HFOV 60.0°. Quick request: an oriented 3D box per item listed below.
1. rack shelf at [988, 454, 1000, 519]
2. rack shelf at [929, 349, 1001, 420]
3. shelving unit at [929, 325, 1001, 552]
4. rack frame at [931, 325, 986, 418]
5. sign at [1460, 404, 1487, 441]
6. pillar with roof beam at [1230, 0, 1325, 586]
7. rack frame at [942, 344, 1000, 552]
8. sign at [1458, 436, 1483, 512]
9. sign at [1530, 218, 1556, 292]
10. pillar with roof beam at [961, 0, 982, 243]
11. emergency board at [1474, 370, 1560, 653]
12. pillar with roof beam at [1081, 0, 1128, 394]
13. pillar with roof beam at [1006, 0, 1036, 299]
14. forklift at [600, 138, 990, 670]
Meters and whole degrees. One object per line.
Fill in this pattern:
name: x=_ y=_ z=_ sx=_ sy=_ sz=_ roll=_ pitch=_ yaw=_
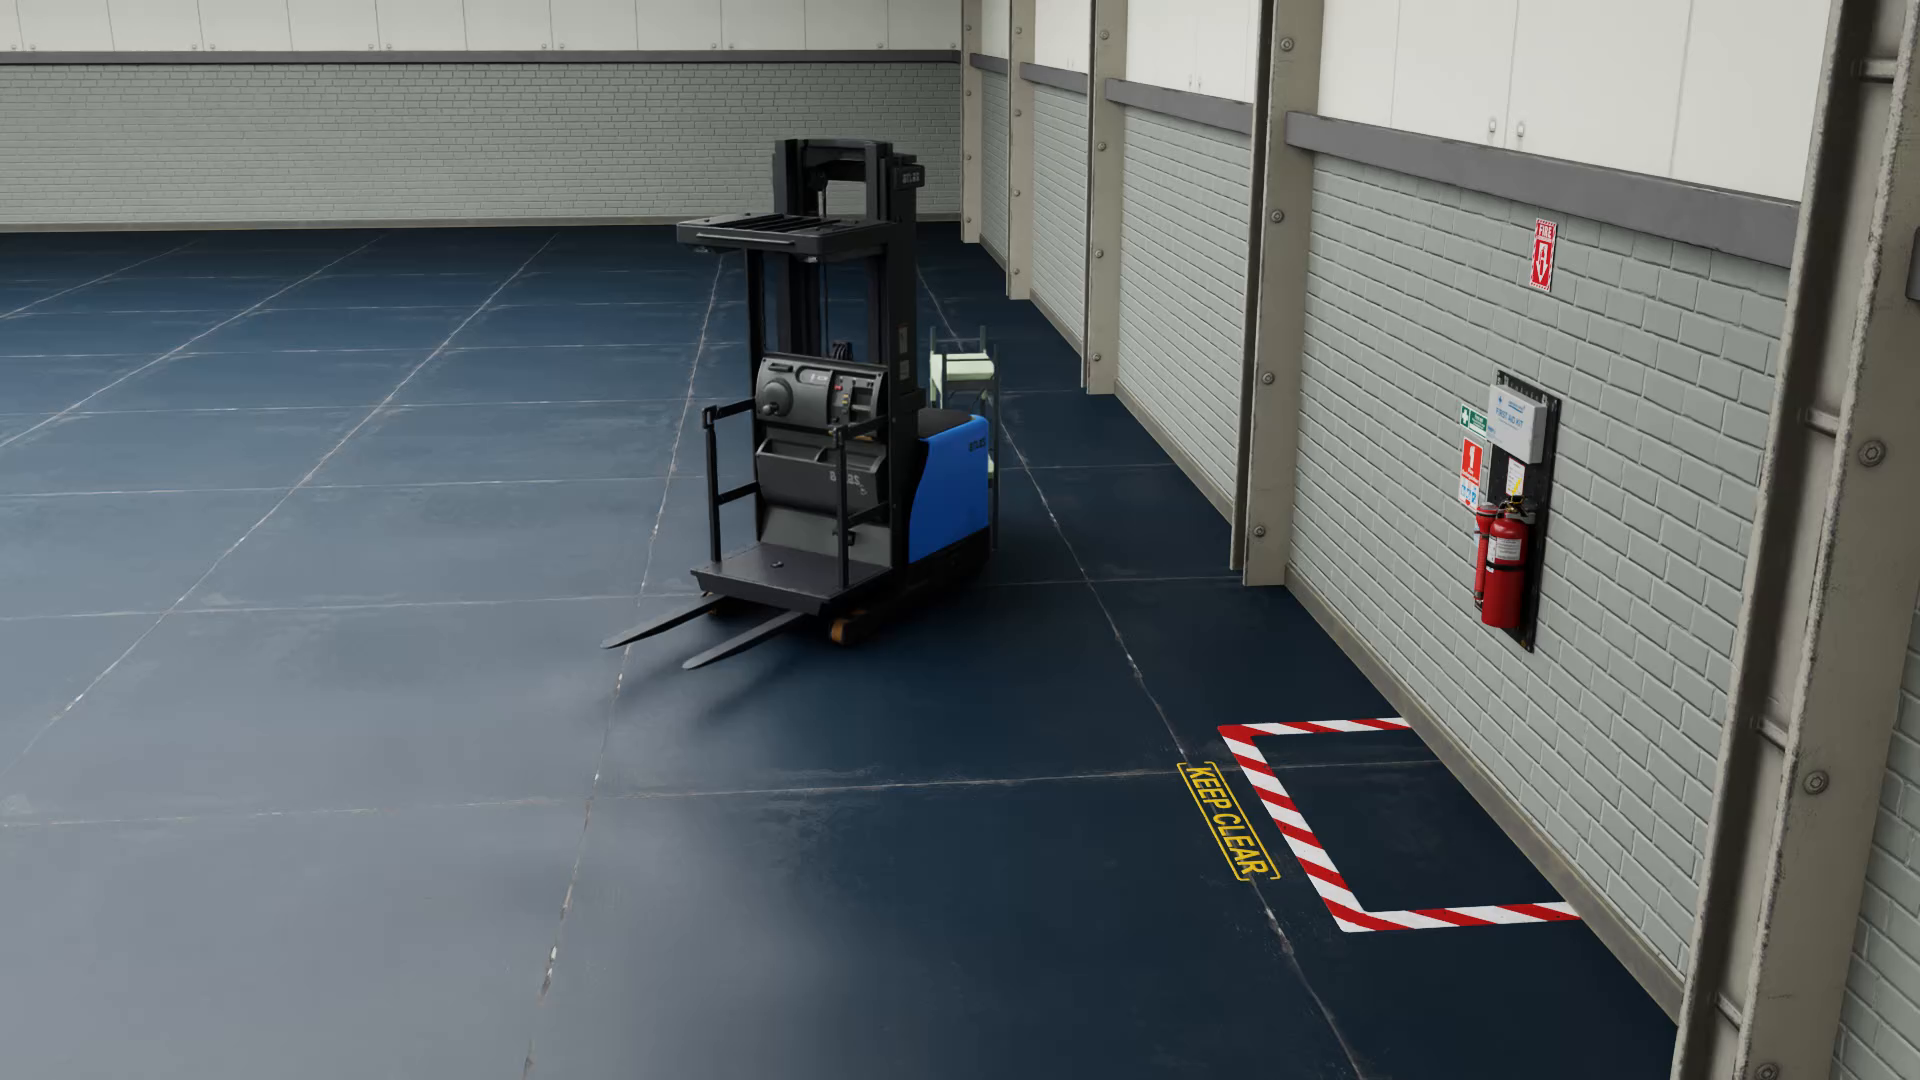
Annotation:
rack shelf: x=0.030 y=-0.425 z=12.116 sx=0.431 sy=0.370 sz=0.720 roll=-2 pitch=18 yaw=-6
rack shelf: x=0.030 y=-1.109 z=11.901 sx=0.431 sy=0.370 sz=0.720 roll=-2 pitch=18 yaw=-6
shelving unit: x=0.030 y=-0.736 z=12.018 sx=0.431 sy=1.500 sz=0.755 roll=-2 pitch=18 yaw=-6
rack frame: x=-0.013 y=-0.845 z=12.365 sx=0.400 sy=1.500 sz=0.023 roll=-2 pitch=18 yaw=-6
sign: x=2.488 y=-0.572 z=8.048 sx=0.001 sy=0.109 sz=0.331 roll=-2 pitch=18 yaw=-6
pillar with roof beam: x=-2.233 y=-3.916 z=9.626 sx=9.100 sy=9.000 sz=0.400 roll=-2 pitch=18 yaw=-6
rack frame: x=0.074 y=-0.627 z=11.672 sx=0.400 sy=1.500 sz=0.023 roll=-2 pitch=18 yaw=-6
sign: x=2.497 y=-0.321 z=8.133 sx=0.001 sy=0.329 sz=0.234 roll=-2 pitch=18 yaw=-6
sign: x=2.549 y=-1.248 z=7.274 sx=0.001 sy=0.298 sz=0.199 roll=-2 pitch=18 yaw=-6
pillar with roof beam: x=-4.089 y=-9.279 z=26.708 sx=9.100 sy=9.000 sz=0.400 roll=-2 pitch=18 yaw=-6
emergency board: x=2.451 y=-0.136 z=7.603 sx=0.194 sy=1.169 sz=0.643 roll=-2 pitch=18 yaw=-6
pillar with roof beam: x=-2.852 y=-5.703 z=15.320 sx=9.100 sy=9.000 sz=0.400 roll=-2 pitch=18 yaw=-6
pillar with roof beam: x=-3.471 y=-7.491 z=21.014 sx=9.100 sy=9.000 sz=0.400 roll=-2 pitch=18 yaw=-6
forklift: x=-0.988 y=-0.913 z=10.193 sx=1.130 sy=2.935 sz=3.031 roll=10 pitch=20 yaw=30
